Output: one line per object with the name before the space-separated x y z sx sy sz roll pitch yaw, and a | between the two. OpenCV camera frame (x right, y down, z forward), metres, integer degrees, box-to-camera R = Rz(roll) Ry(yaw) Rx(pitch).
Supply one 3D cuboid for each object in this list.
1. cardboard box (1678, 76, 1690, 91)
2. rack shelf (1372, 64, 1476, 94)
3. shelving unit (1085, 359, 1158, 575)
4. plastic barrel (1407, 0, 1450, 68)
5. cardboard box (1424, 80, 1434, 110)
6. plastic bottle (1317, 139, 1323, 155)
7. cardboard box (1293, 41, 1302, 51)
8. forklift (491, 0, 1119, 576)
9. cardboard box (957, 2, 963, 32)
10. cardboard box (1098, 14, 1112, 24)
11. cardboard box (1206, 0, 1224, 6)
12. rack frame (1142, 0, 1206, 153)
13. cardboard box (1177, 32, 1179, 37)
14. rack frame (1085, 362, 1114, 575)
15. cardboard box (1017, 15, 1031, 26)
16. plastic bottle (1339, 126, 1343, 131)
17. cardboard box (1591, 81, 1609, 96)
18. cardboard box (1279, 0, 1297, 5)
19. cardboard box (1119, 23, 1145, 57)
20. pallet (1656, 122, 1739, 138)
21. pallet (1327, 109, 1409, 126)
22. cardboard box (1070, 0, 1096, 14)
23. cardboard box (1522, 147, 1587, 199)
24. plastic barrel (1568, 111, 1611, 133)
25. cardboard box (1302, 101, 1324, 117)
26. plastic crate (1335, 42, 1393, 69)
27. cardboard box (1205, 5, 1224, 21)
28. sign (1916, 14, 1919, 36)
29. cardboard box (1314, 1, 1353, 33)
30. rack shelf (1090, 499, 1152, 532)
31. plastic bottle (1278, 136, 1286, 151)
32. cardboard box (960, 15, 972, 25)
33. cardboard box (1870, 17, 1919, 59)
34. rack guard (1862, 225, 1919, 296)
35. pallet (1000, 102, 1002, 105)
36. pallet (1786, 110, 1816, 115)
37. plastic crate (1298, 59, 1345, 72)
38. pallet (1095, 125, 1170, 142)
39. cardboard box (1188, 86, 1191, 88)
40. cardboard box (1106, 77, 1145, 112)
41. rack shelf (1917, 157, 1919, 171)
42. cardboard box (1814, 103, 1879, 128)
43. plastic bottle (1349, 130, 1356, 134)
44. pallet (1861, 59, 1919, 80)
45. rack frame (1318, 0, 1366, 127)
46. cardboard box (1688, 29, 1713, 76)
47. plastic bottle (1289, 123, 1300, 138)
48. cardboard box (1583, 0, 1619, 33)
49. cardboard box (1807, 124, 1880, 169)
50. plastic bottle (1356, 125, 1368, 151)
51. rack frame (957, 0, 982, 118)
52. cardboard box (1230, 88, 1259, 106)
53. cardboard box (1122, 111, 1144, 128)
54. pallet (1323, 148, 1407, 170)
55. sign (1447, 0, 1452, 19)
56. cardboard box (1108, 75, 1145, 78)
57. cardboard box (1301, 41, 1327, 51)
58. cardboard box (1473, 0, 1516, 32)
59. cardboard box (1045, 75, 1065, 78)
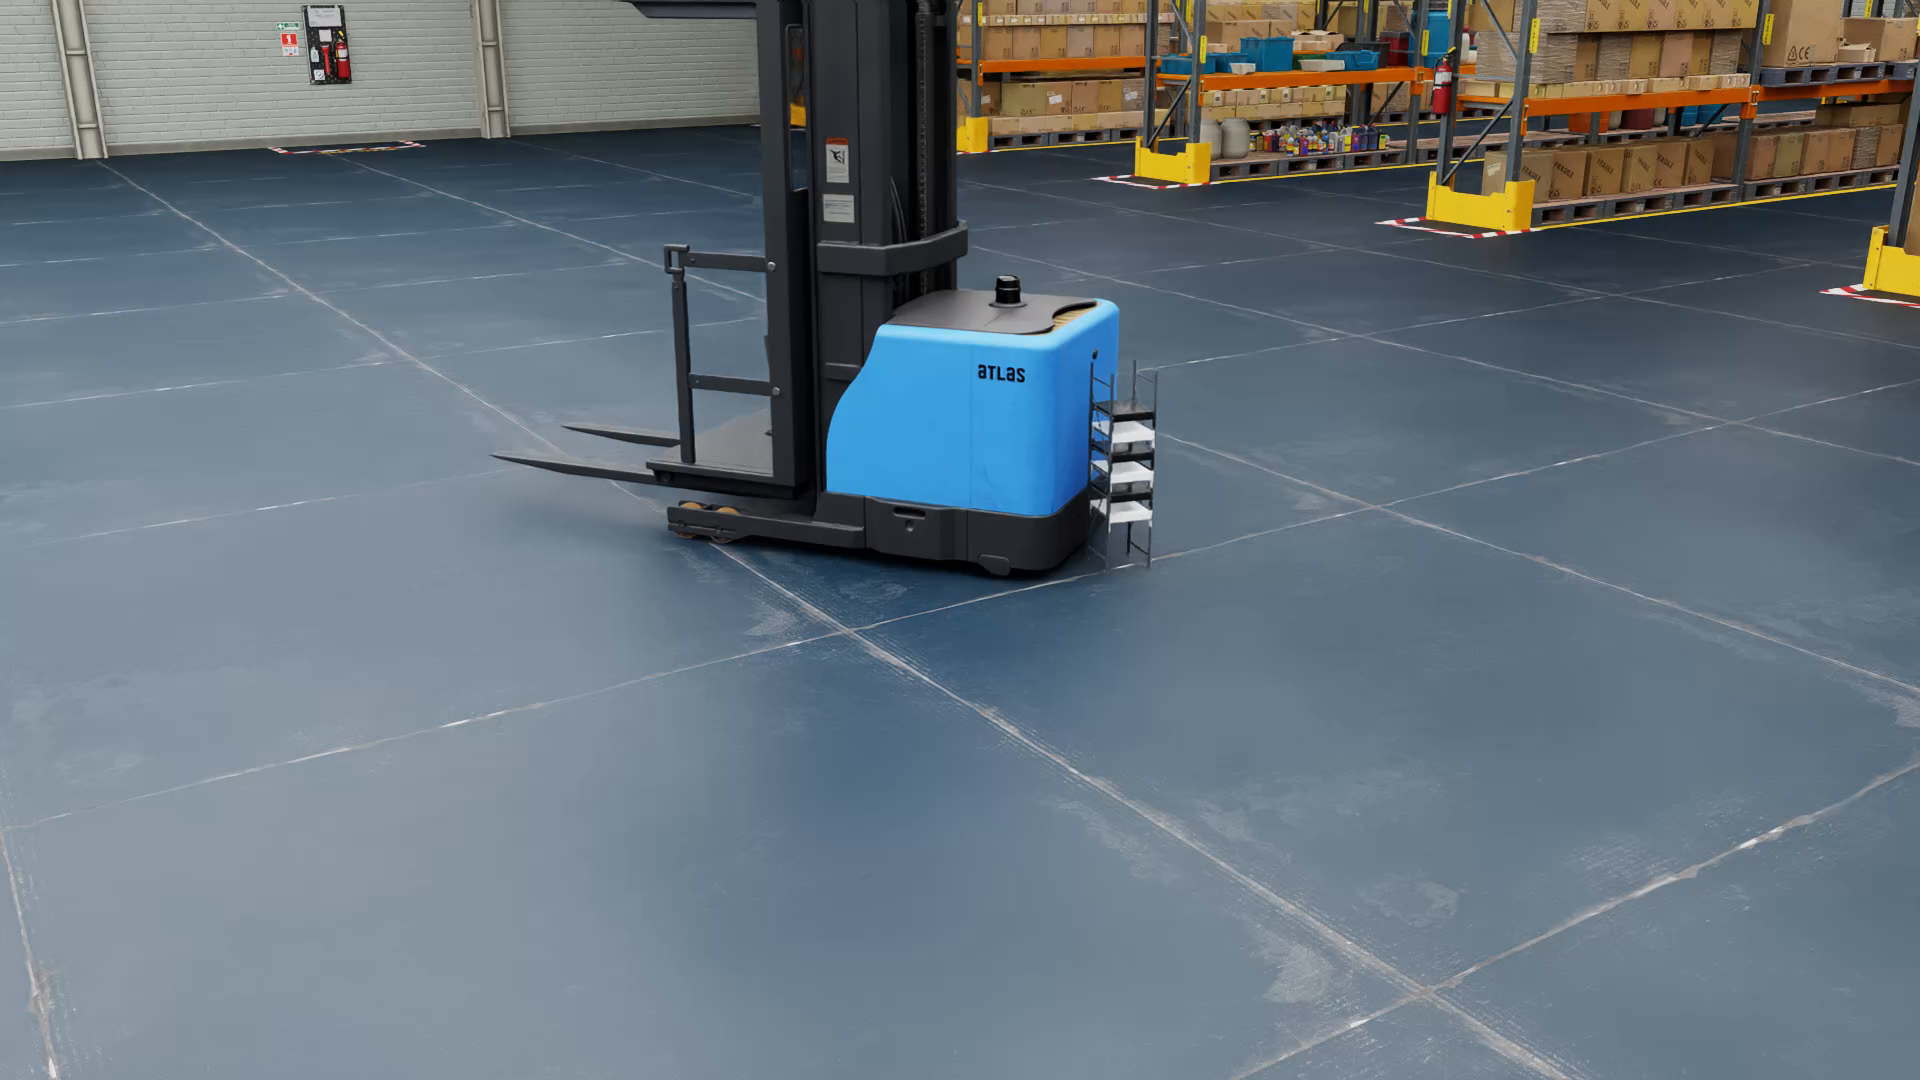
cardboard box | 7.879 -5.093 18.518 0.250 0.149 0.380 -12 22 -31
rack shelf | 7.728 -6.817 24.348 4.000 0.370 1.077 -12 22 -31
shelving unit | 0.704 -0.321 7.288 0.210 0.900 0.258 -6 20 -18
plastic barrel | 6.547 -7.030 23.072 0.708 0.901 0.600 -12 22 -31
cardboard box | 8.503 -8.137 30.347 0.500 0.500 0.500 -13 23 -33
plastic bottle | 4.855 -5.315 22.465 0.097 0.201 0.097 0 19 0
cardboard box | 5.643 -8.477 28.527 0.250 0.149 0.380 -10 21 -27
forklift | -0.820 -1.519 7.660 3.031 2.935 1.130 7 20 21
cardboard box | -0.029 -9.493 30.174 0.500 0.500 0.500 -12 22 -32
cardboard box | 2.166 -8.157 26.020 0.250 0.149 0.380 -11 22 -30
cardboard box | 4.919 -10.819 33.239 0.500 0.250 0.500 -12 22 -32
rack frame | 2.717 -6.101 21.107 0.127 3.000 1.000 -12 22 -31
cardboard box | 4.352 -10.046 33.138 0.250 0.149 0.380 -12 22 -32
rack frame | 0.608 -0.310 7.257 0.006 0.900 0.240 -6 20 -18
cardboard box | 0.870 -7.883 25.210 0.250 0.149 0.380 -12 22 -31
plastic bottle | 5.354 -5.695 23.462 0.133 0.283 0.061 -12 22 -31
cardboard box | 6.657 -4.814 17.693 0.250 0.149 0.380 -12 22 -31
cardboard box | 6.609 -11.179 34.306 0.500 0.250 0.500 -11 22 -30
cardboard box | 2.532 -8.004 26.580 0.500 0.500 0.700 -12 22 -32
pallet | 12.072 -6.769 27.436 1.213 0.211 1.003 -12 22 -31
pallet | 7.322 -7.636 30.001 1.213 0.211 1.003 -12 22 -31
cardboard box | 1.712 -8.448 25.867 0.500 0.500 0.700 -12 22 -31
cardboard box | 6.452 -4.011 18.172 0.500 0.500 0.500 -6 20 -17
plastic barrel | 9.798 -6.771 25.823 0.708 0.830 0.600 -12 22 -31
cardboard box | 5.943 -7.482 28.830 0.500 0.250 0.500 -12 22 -32
plastic crate | 5.550 -6.718 23.029 0.504 0.338 0.767 -12 22 -31
cardboard box | 4.939 -10.464 33.362 0.500 0.500 0.500 -11 22 -30
sign | 7.798 -4.240 13.424 0.005 0.325 0.100 -12 22 -31
cardboard box | 7.752 -11.098 35.419 0.700 0.700 0.980 -12 22 -31
rack shelf | 0.704 -0.119 7.357 0.200 0.077 0.258 -6 20 -18
plastic bottle | 4.435 -5.456 22.881 0.097 0.201 0.097 0 19 0
cardboard box | 0.210 -7.899 25.258 0.250 0.149 0.380 -12 22 -32
cardboard box | 11.693 -6.325 20.960 0.500 0.500 0.500 -15 24 -38
rack guard | 8.064 -2.243 13.599 0.348 0.500 1.175 -12 22 -31
pallet | 1.258 -8.272 31.882 1.213 0.211 1.003 -12 22 -31
pallet | 15.370 -7.463 29.490 1.213 0.211 1.003 -12 22 -31
plastic crate | 4.841 -6.327 22.187 0.437 0.136 0.530 -12 22 -31
pallet | 2.649 -6.681 27.177 1.213 0.211 1.003 -12 22 -31
cardboard box | 3.948 -7.534 28.109 0.500 0.311 0.500 -11 22 -30
cardboard box | 2.645 -7.157 26.699 0.500 0.500 0.500 -12 22 -31
rack shelf | 9.755 -3.443 14.368 4.000 0.370 1.077 -12 22 -31
cardboard box | 11.142 -5.342 20.909 0.500 0.250 0.500 -9 21 -25
plastic bottle | 5.416 -5.534 22.997 0.135 0.276 0.152 -12 22 -31
pallet | 11.586 -5.940 20.931 1.003 0.211 1.213 -12 22 -31
rack frame | 6.677 -8.835 29.196 0.127 3.000 1.000 -12 22 -31
cardboard box | 7.935 -5.527 18.790 0.500 0.500 0.875 -12 22 -31
plastic bottle | 4.643 -5.619 23.132 0.185 0.351 0.144 -12 22 -32
cardboard box | 6.472 -5.548 17.290 0.500 0.500 0.500 -12 22 -31
cardboard box | 11.118 -4.985 21.022 0.500 0.500 0.700 -14 23 -36
plastic bottle | 5.518 -5.534 22.881 0.185 0.351 0.144 -13 23 -34
rack frame | -0.004 -7.426 25.028 0.127 3.000 1.000 -12 22 -31
cardboard box | 4.671 -7.477 27.940 0.500 0.311 0.500 -13 22 -33
cardboard box | 2.646 -6.802 26.818 0.500 0.250 0.500 -12 22 -31
pallet | 5.474 -5.377 23.320 1.213 0.211 1.003 -12 22 -31
sign | 5.152 -5.626 17.401 0.005 0.325 0.100 -12 22 -31
cardboard box | 2.777 -7.384 27.371 0.500 0.500 0.500 -12 22 -31
cardboard box | 6.078 -8.484 28.549 0.250 0.149 0.380 -12 22 -31
cardboard box | 5.764 -5.601 17.446 0.500 0.500 0.500 -12 22 -31
cardboard box | 1.618 -8.718 32.064 0.500 0.500 0.700 -12 22 -32
